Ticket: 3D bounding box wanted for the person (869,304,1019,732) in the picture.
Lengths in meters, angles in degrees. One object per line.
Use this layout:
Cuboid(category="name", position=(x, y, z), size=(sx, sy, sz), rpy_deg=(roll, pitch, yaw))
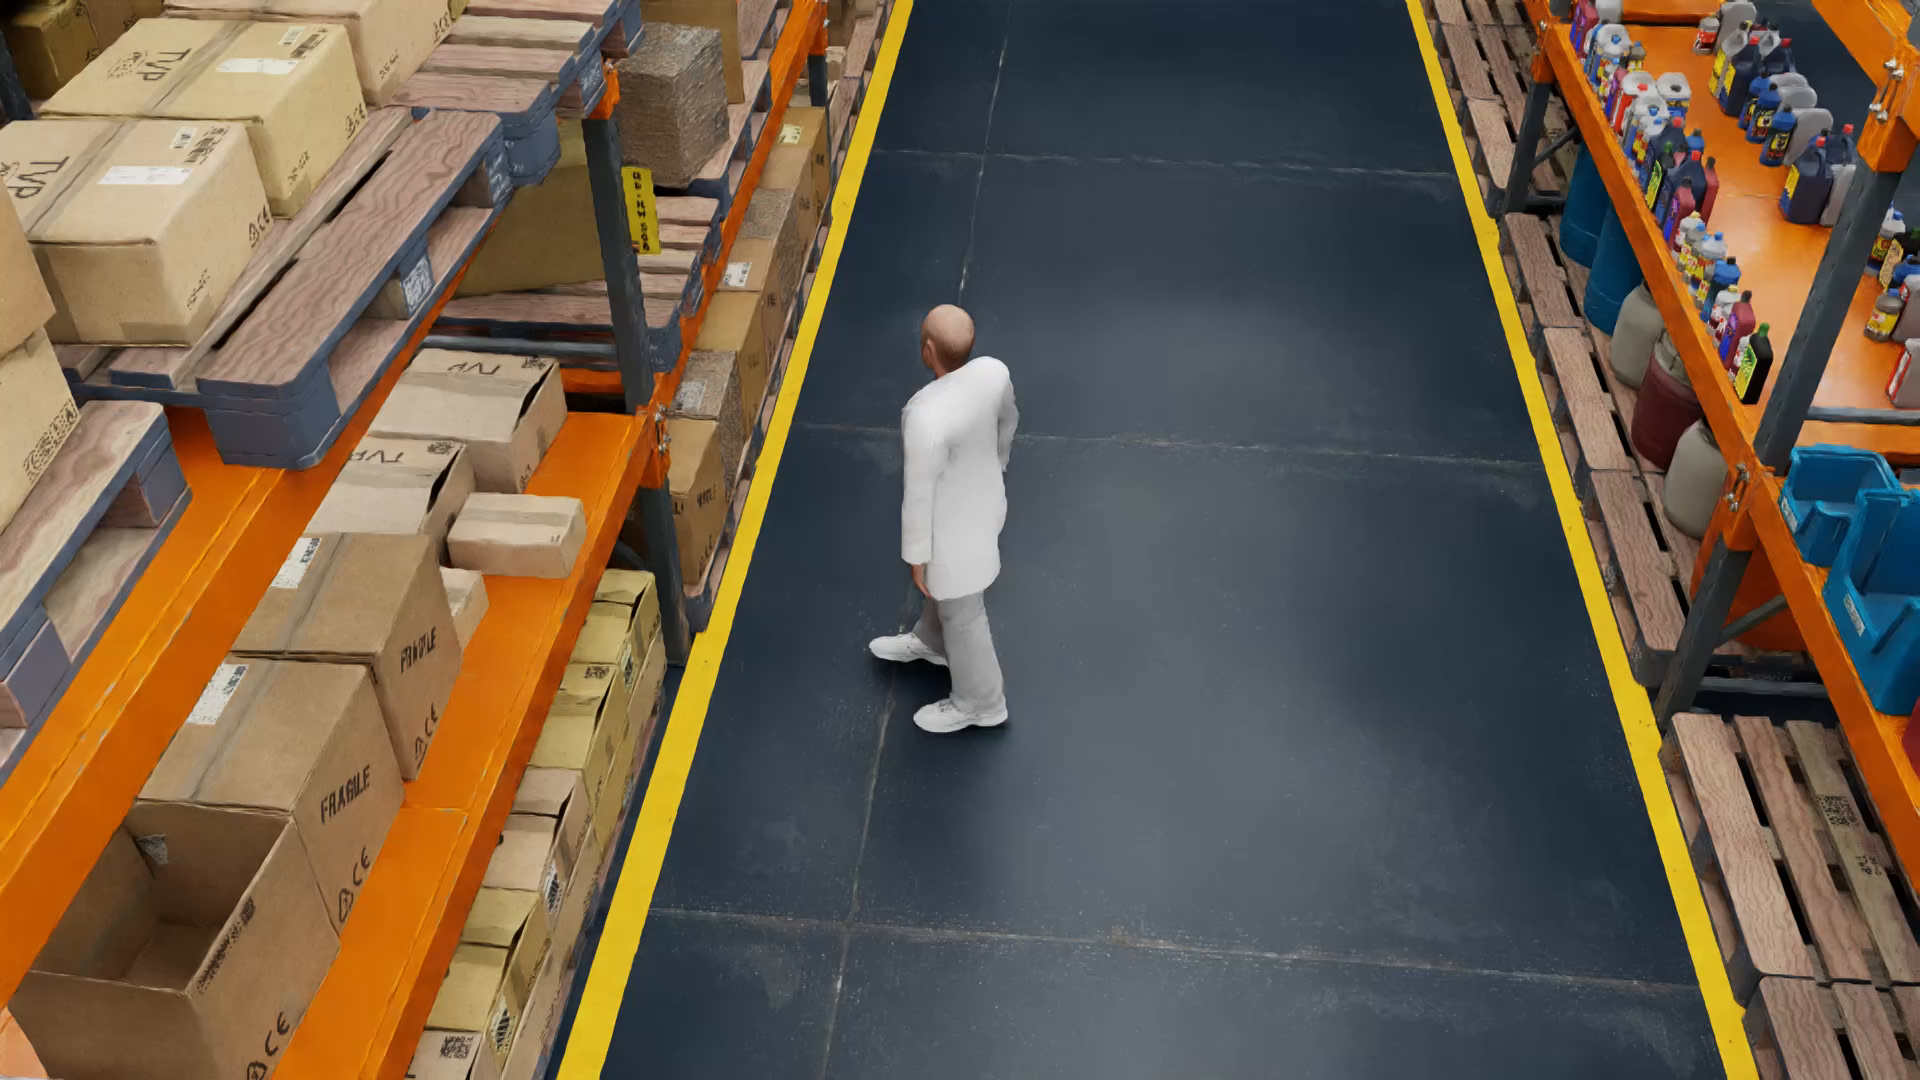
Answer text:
Cuboid(category="person", position=(-0.061, -0.112, 6.287), size=(0.678, 1.775, 0.707), rpy_deg=(19, 43, 22))
